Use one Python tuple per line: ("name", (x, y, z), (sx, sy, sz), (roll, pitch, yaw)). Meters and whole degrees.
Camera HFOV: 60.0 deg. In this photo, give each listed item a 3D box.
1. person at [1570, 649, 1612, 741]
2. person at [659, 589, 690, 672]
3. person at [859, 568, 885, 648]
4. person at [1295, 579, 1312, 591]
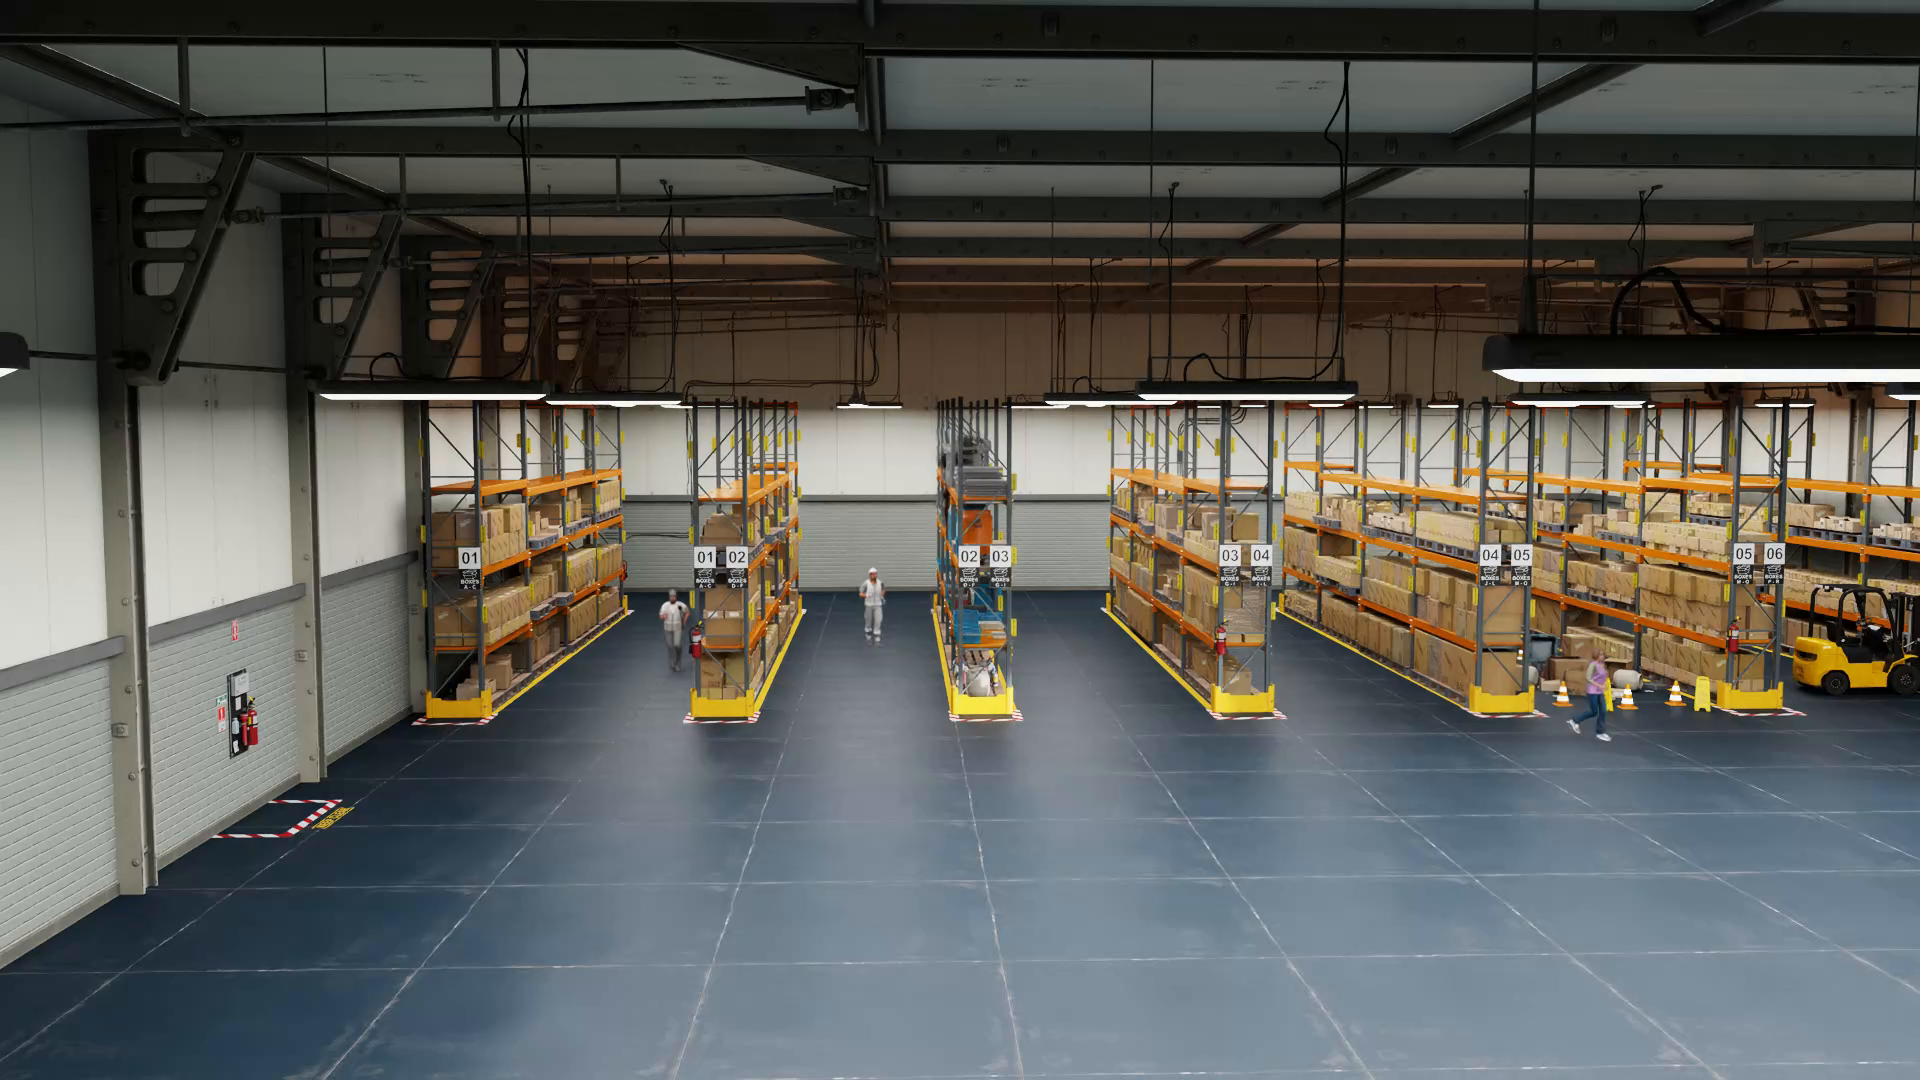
("person", (11.089, 2.687, 29.122), (0.566, 1.600, 0.730), (-4, 6, -43))
("person", (-6.335, 2.007, 36.792), (0.640, 1.836, 0.727), (0, 4, -1))
("person", (-1.987, 1.565, 38.250), (0.657, 1.837, 0.871), (-1, 5, -15))
("person", (10.163, 1.089, 49.031), (0.680, 1.774, 0.752), (4, 6, 44))
